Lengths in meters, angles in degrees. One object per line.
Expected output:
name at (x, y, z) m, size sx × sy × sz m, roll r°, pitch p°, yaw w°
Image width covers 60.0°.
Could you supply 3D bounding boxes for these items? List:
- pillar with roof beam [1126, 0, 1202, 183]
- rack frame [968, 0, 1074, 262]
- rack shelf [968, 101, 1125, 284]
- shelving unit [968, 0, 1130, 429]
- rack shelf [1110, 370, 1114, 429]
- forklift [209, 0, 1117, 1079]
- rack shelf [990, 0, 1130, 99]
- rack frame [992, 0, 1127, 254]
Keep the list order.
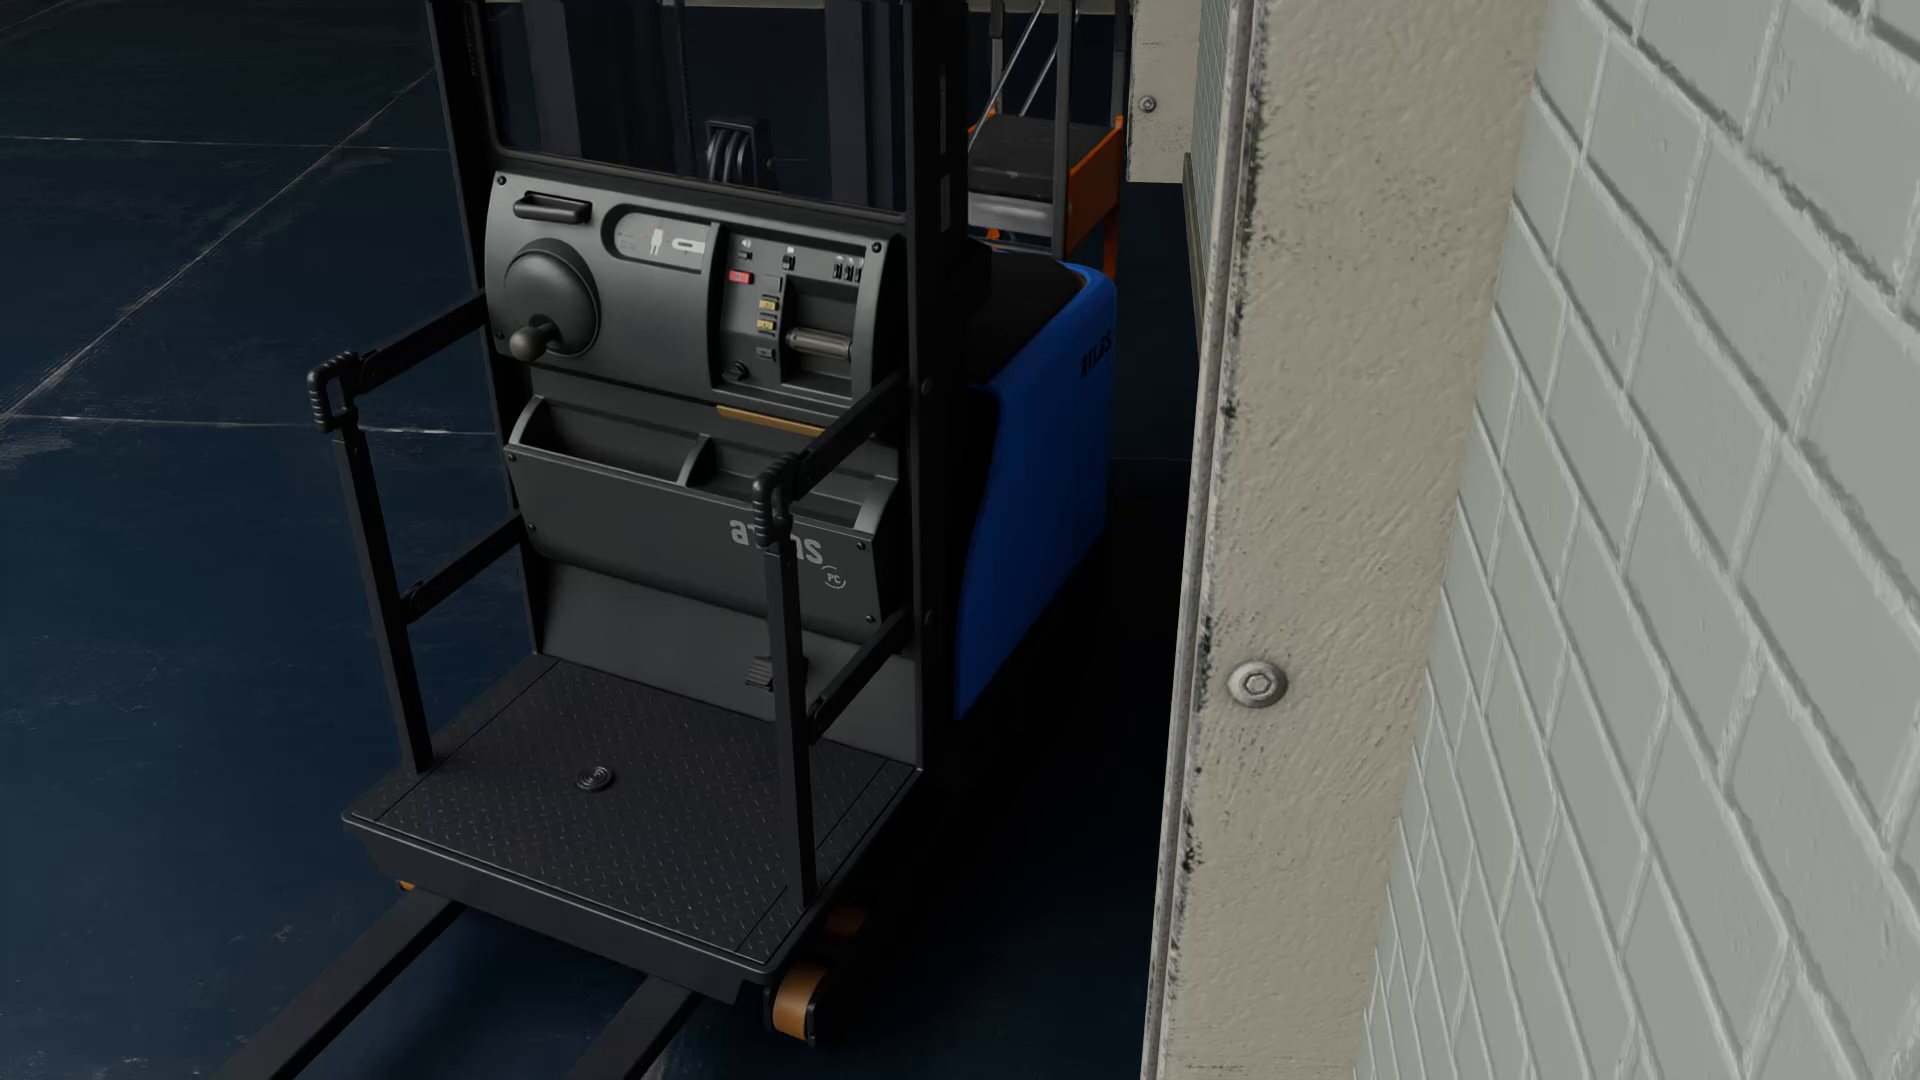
pillar with roof beam at (-3.314, -5.853, 6.170) m, size 9.100 × 9.000 × 0.400 m, roll 2°, pitch 32°, yaw 4°
rack frame at (0.096, -0.808, 4.560) m, size 0.400 × 2.100 × 0.015 m, roll 12°, pitch 34°, yaw 19°
rack shelf at (0.188, -0.915, 4.759) m, size 0.431 × 0.518 × 0.480 m, roll 12°, pitch 34°, yaw 19°
shelving unit at (0.188, -0.927, 4.752) m, size 0.431 × 2.100 × 0.503 m, roll 12°, pitch 34°, yaw 19°
rack shelf at (0.188, -0.319, 5.127) m, size 0.431 × 0.518 × 0.480 m, roll 12°, pitch 34°, yaw 19°
forklift at (-0.656, -0.450, 3.187) m, size 1.130 × 2.935 × 3.031 m, roll 14°, pitch 34°, yaw 21°
rack shelf at (0.188, -1.511, 4.392) m, size 0.431 × 0.518 × 0.480 m, roll 12°, pitch 34°, yaw 19°
rack frame at (0.280, -1.045, 4.945) m, size 0.400 × 2.100 × 0.015 m, roll 12°, pitch 34°, yaw 19°
